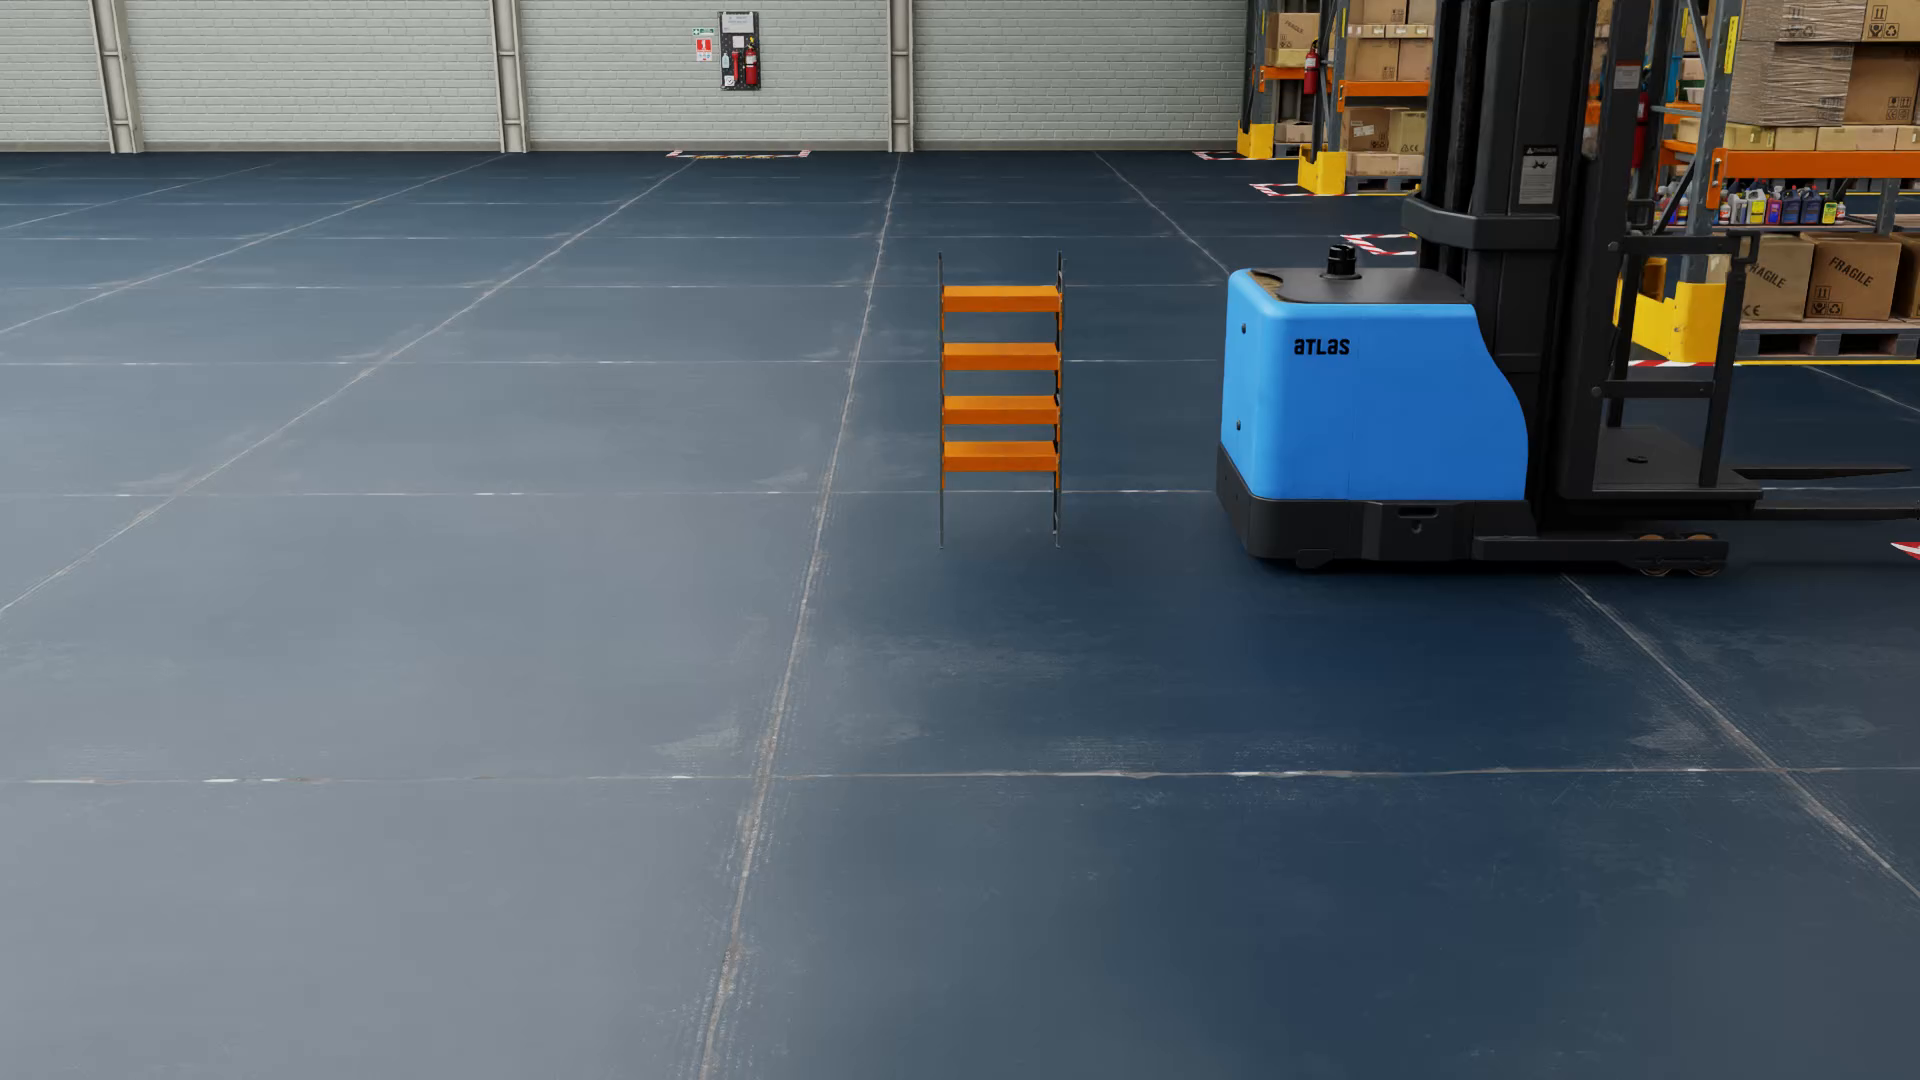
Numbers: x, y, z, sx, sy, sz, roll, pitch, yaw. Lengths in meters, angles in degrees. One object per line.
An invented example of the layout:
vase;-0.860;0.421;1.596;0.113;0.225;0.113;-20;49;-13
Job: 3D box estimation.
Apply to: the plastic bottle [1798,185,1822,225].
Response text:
plastic bottle;7.911;-3.122;15.484;0.185;0.351;0.144;-1;18;-2

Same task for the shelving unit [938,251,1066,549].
shelving unit;0.166;-0.572;6.867;0.503;1.200;0.258;0;18;-1

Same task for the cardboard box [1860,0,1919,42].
cardboard box;5.683;-3.318;10.191;0.500;0.500;0.500;0;18;-1

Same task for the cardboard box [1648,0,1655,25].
cardboard box;8.032;-6.439;19.921;0.500;0.500;0.700;0;18;-1

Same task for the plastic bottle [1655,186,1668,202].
plastic bottle;6.771;-3.294;16.144;0.135;0.276;0.152;-1;18;-2

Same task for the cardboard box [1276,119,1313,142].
cardboard box;5.087;-6.176;25.071;0.500;0.311;0.500;-2;18;-7

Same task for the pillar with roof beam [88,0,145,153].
pillar with roof beam;-12.849;-8.994;20.351;0.400;9.000;9.100;0;18;-1

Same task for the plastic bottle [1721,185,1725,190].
plastic bottle;7.382;-3.314;16.196;0.133;0.283;0.061;1;18;2

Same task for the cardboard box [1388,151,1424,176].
cardboard box;5.516;-4.587;20.250;0.500;0.250;0.500;0;18;-1

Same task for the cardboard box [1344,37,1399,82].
cardboard box;4.943;-5.804;20.066;0.500;0.500;0.700;0;18;-1

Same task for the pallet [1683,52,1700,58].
pallet;10.414;-7.196;24.884;1.213;0.211;1.003;0;18;-1

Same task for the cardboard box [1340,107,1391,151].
cardboard box;5.008;-5.099;20.619;0.500;0.500;0.500;0;18;-1

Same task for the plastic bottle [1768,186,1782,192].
plastic bottle;7.902;-3.299;16.161;0.135;0.276;0.152;0;18;1

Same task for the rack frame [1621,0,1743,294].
rack frame;4.629;-2.733;10.655;0.127;3.000;1.000;0;18;-1

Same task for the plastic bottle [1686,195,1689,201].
plastic bottle;6.982;-3.224;16.048;0.097;0.201;0.097;0;18;0

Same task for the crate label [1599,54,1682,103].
crate label;6.387;-4.354;15.650;0.616;0.435;0.502;0;18;-1

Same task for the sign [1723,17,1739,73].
sign;4.637;-2.979;10.006;0.005;0.325;0.100;0;18;-1

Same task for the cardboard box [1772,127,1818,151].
cardboard box;5.168;-2.537;10.456;0.250;0.149;0.380;0;18;-1

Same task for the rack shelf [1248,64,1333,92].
rack shelf;6.394;-6.938;24.943;4.000;0.370;1.077;0;18;-1

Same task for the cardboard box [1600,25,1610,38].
cardboard box;7.698;-6.064;19.816;0.250;0.149;0.380;-1;18;-2

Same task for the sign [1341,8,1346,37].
sign;4.479;-6.038;19.414;0.005;0.325;0.100;0;18;-1

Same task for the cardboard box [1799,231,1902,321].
cardboard box;5.850;-1.753;11.008;0.500;0.500;0.500;4;18;14

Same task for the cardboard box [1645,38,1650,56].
cardboard box;8.032;-5.821;20.119;0.500;0.500;0.700;-1;18;-2

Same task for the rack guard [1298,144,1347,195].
rack guard;4.452;-4.568;20.468;0.348;0.500;1.175;0;18;-1

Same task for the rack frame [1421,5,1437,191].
rack frame;4.550;-4.245;15.371;0.127;3.000;1.000;0;18;-1

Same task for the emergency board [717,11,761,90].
emergency board;-3.390;-7.509;25.546;0.643;1.169;0.194;0;18;-1

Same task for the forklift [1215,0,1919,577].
forklift;2.663;-1.412;6.650;3.031;2.935;1.130;0;18;0

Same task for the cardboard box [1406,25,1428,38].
cardboard box;5.385;-6.054;19.782;0.250;0.149;0.380;0;18;-1

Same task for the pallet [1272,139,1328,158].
pallet;5.283;-5.937;25.209;1.213;0.211;1.003;0;18;-1

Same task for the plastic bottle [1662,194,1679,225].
plastic bottle;6.595;-3.070;15.435;0.133;0.283;0.061;0;18;0

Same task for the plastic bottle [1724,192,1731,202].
plastic bottle;7.231;-3.120;15.589;0.133;0.283;0.061;0;18;-1

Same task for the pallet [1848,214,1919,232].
pallet;9.335;-2.952;15.905;1.213;0.211;1.003;0;18;-1

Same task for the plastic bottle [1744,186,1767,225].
plastic bottle;7.396;-3.119;15.476;0.185;0.351;0.144;0;18;-1

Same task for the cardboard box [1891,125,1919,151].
cardboard box;5.918;-2.540;10.466;0.250;0.149;0.380;0;18;-1

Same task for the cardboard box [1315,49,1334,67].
cardboard box;5.406;-7.121;24.549;0.500;0.250;0.500;-1;18;-3

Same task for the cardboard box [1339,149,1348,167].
cardboard box;5.008;-4.742;20.732;0.500;0.250;0.500;0;18;-1

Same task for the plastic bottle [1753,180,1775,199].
plastic bottle;7.739;-3.291;16.014;0.185;0.351;0.144;0;18;-1

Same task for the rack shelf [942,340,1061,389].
rack shelf;0.166;-0.721;6.819;0.480;0.148;0.258;0;18;-1

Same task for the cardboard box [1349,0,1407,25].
cardboard box;4.996;-6.422;19.869;0.500;0.500;0.700;0;18;-1

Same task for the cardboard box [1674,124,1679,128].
cardboard box;8.876;-5.025;20.696;0.500;0.311;0.500;0;18;-1

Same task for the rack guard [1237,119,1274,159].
rack guard;4.470;-6.081;25.186;0.348;0.500;1.175;0;18;-1

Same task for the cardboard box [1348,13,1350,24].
cardboard box;5.887;-7.477;24.429;0.500;0.500;0.500;-1;18;-3

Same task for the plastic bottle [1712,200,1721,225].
plastic bottle;7.014;-3.072;15.460;0.097;0.271;0.097;0;18;0

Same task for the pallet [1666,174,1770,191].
pallet;9.212;-4.465;20.621;1.213;0.211;1.003;0;18;-1

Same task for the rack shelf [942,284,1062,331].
rack shelf;0.166;-0.946;6.747;0.480;0.148;0.258;0;18;-1

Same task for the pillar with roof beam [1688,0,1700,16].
pillar with roof beam;11.148;-9.109;20.712;0.400;9.000;9.100;0;18;-1

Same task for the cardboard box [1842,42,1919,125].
cardboard box;5.677;-2.955;10.698;0.500;0.500;0.875;0;18;-1

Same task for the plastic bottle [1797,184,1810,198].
plastic bottle;7.908;-3.166;15.621;0.185;0.351;0.144;0;18;-1
